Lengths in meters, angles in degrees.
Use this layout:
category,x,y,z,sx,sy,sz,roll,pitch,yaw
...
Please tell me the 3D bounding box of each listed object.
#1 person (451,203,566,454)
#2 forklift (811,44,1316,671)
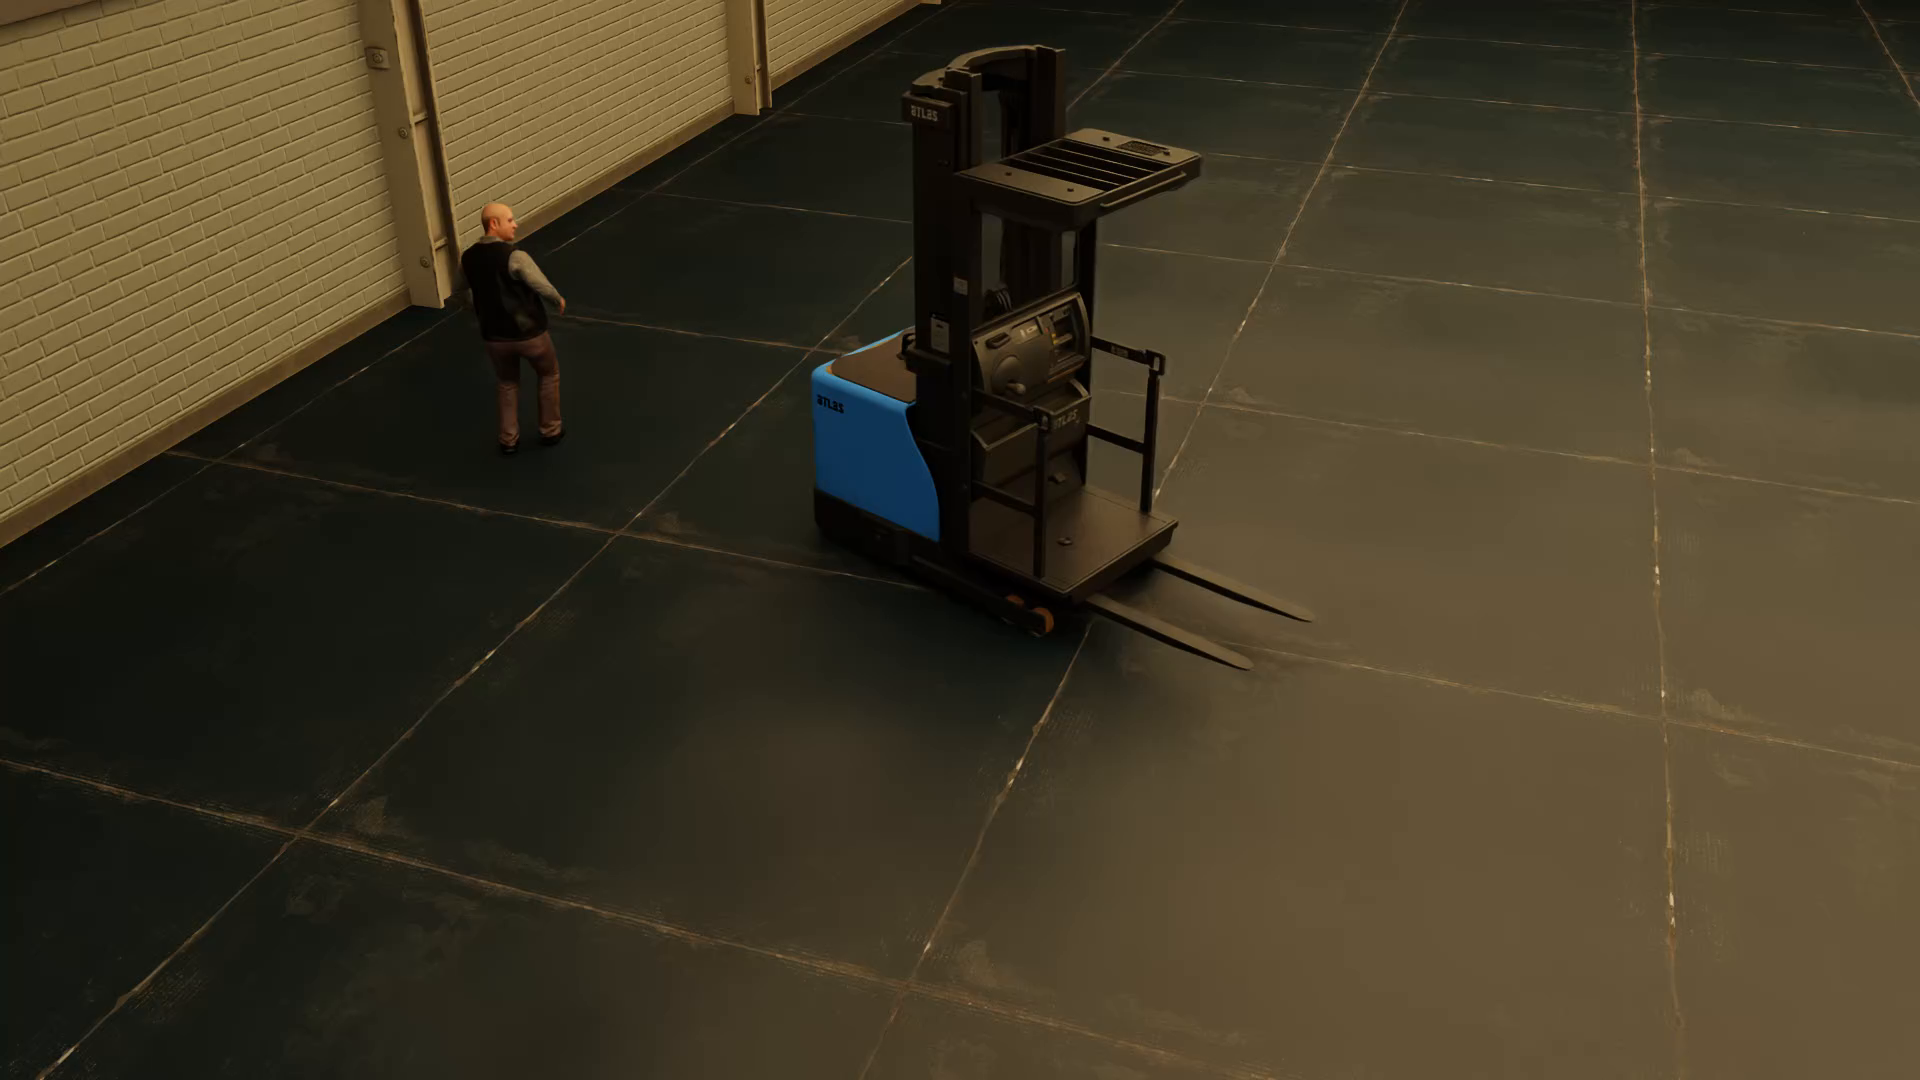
category,x,y,z,sx,sy,sz,roll,pitch,yaw
person,-2.921,-1.376,10.848,0.753,1.676,0.524,5,30,9
forklift,0.553,-1.034,8.950,3.031,2.935,1.130,23,37,35
